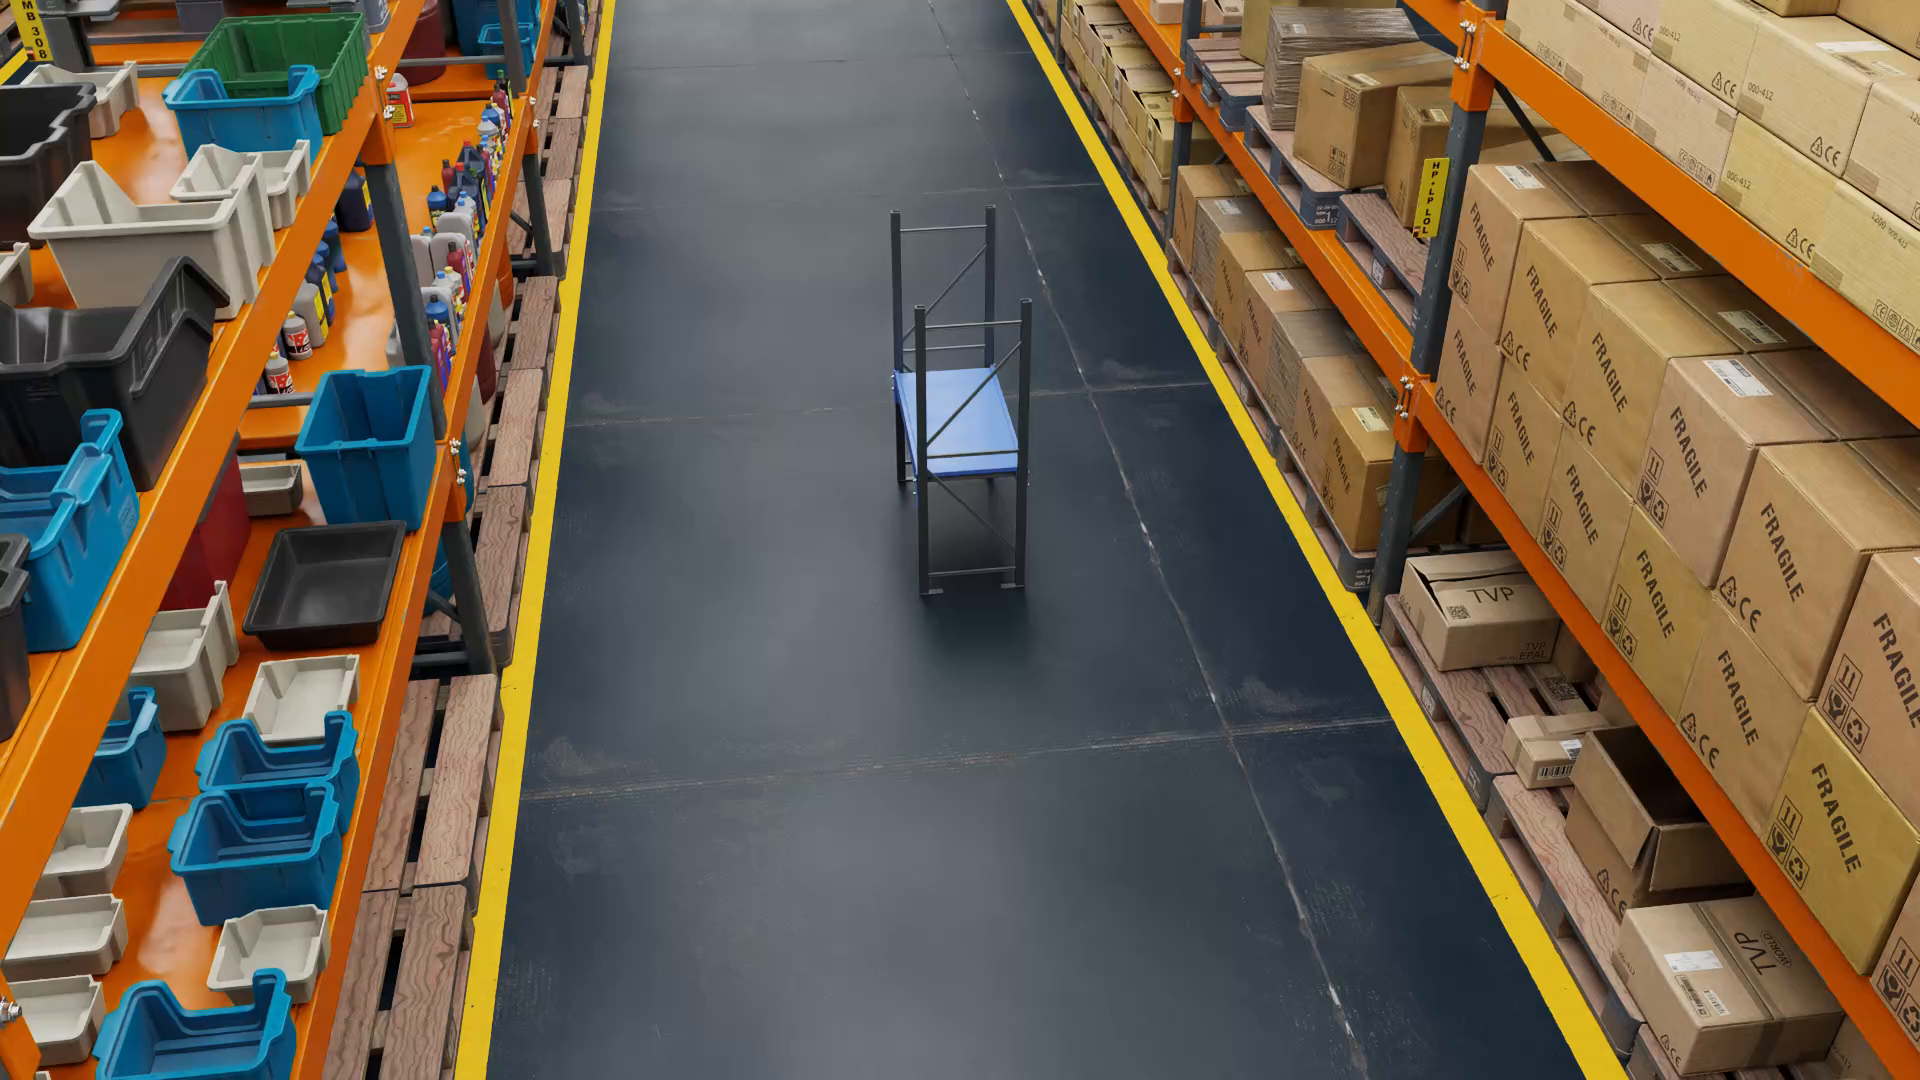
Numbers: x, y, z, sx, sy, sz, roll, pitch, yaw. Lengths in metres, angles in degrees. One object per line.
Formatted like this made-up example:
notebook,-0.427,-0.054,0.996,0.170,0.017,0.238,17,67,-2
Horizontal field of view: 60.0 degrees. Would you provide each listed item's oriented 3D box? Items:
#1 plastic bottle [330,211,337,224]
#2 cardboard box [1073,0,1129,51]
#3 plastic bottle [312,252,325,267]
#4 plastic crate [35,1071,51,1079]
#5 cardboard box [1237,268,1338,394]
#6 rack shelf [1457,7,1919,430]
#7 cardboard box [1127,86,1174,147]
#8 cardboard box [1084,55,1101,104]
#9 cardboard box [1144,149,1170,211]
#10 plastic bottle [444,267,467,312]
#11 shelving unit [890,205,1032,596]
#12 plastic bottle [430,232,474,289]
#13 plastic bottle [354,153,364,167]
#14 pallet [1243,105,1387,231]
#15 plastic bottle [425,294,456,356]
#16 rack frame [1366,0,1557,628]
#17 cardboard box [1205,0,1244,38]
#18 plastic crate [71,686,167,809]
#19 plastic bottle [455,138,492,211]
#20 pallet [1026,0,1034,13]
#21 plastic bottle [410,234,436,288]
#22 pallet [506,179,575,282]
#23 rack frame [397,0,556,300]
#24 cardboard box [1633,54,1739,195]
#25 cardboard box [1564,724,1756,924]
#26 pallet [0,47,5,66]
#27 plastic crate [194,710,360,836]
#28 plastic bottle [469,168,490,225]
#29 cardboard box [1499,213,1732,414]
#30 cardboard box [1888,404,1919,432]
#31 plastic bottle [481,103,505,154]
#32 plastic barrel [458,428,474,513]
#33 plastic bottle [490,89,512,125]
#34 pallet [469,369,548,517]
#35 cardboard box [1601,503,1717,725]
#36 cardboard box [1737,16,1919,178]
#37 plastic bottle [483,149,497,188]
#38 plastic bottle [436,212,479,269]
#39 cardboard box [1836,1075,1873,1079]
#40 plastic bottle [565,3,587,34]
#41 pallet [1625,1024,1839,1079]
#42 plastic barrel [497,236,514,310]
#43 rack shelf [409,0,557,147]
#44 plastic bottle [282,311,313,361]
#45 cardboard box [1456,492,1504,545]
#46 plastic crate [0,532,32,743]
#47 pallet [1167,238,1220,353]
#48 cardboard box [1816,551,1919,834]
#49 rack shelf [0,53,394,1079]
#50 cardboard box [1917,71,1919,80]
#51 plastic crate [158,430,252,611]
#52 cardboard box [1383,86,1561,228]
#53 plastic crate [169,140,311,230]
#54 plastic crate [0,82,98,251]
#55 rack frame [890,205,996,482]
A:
plastic bottle,-3.108,-1.616,8.001,0.144,0.351,0.185,-4,35,-6
cardboard box,1.192,-4.110,13.189,0.500,0.311,0.500,-5,35,-7
plastic bottle,-2.881,-1.181,7.433,0.097,0.271,0.097,0,34,0
plastic crate,-2.263,1.342,3.798,0.396,0.136,0.243,-4,35,-6
cardboard box,1.851,-1.149,9.101,0.500,0.500,0.500,-5,35,-8
rack shelf,2.666,-0.732,4.636,1.077,0.370,4.000,-4,35,-6
cardboard box,1.468,-2.971,11.516,0.500,0.311,0.500,-5,35,-7
cardboard box,1.270,-3.590,12.923,0.500,0.250,0.500,-5,35,-8
cardboard box,1.547,-2.451,11.251,0.500,0.250,0.500,-4,34,-5
plastic bottle,-2.260,-1.118,7.403,0.097,0.201,0.097,0,34,0
shelving unit,-0.011,-0.667,7.897,0.538,1.500,1.048,-4,35,-6
plastic bottle,-2.321,-1.286,7.583,0.152,0.276,0.135,-4,35,-6
plastic bottle,-3.201,-2.126,8.820,0.097,0.271,0.097,0,34,0
pallet,2.125,-1.974,8.654,1.003,0.211,1.213,-4,35,-6
plastic bottle,-2.203,-0.909,7.034,0.097,0.271,0.097,0,34,0
rack frame,2.397,-0.906,6.916,1.000,3.000,0.127,-4,35,-6
cardboard box,1.854,-3.308,10.519,0.500,0.311,0.500,-2,34,-3
plastic crate,-2.504,0.617,4.777,0.416,0.233,0.300,-4,35,-6
plastic bottle,-2.439,-1.822,8.303,0.144,0.351,0.185,-4,35,-6
pallet,1.089,-5.348,15.909,1.003,0.211,1.213,-4,35,-6
plastic bottle,-2.472,-1.274,7.566,0.152,0.276,0.135,-4,35,-6
pallet,-3.115,-2.048,11.068,1.003,0.211,1.213,-4,35,-6
rack frame,-3.050,-2.765,9.644,1.000,3.000,0.127,-4,35,-6
cardboard box,2.347,-1.235,4.869,0.500,0.250,0.500,-4,35,-6
cardboard box,2.655,0.991,5.958,0.797,0.503,0.637,-4,35,-6
pallet,-8.621,-3.842,13.700,1.003,0.211,1.213,-4,35,-6
plastic crate,-1.898,0.678,4.686,0.416,0.233,0.300,-4,35,-6
plastic bottle,-2.376,-1.708,8.197,0.061,0.283,0.133,-4,35,-6
cardboard box,2.252,-0.789,5.767,0.500,0.500,0.500,-5,35,-8
cardboard box,2.927,-0.250,4.977,0.500,0.500,0.500,-5,35,-7
plastic bottle,-2.518,-2.216,8.952,0.097,0.271,0.097,0,34,0
plastic barrel,-2.663,-0.540,7.869,0.600,0.901,0.708,-4,35,-6
plastic bottle,-2.575,-2.424,9.320,0.097,0.201,0.097,0,34,0
pallet,-2.741,-0.497,8.792,1.003,0.211,1.213,-4,35,-6
cardboard box,2.403,0.206,5.195,0.500,0.500,0.500,-5,35,-7
cardboard box,2.409,-1.163,4.318,0.500,0.250,0.500,-4,35,-6
plastic bottle,-2.452,-1.915,8.573,0.097,0.201,0.097,0,34,0
plastic bottle,-2.352,-1.415,7.773,0.152,0.276,0.135,-4,35,-6
cardboard box,2.653,1.797,5.074,0.380,0.166,0.250,-4,35,-6
plastic bottle,-3.267,-4.443,14.134,0.152,0.276,0.135,-3,34,-5
pallet,2.817,1.991,5.141,1.003,0.211,1.213,-4,35,-6
plastic barrel,-2.967,-1.770,9.738,0.600,0.830,0.708,-4,35,-6
rack shelf,-3.319,-3.584,11.485,1.077,0.370,4.000,-4,35,-6
plastic bottle,-2.813,-0.870,7.040,0.097,0.201,0.097,0,34,0
cardboard box,2.574,-0.344,7.920,0.500,0.500,0.500,-6,35,-9
plastic crate,-1.749,0.277,2.632,0.497,0.269,0.590,-4,35,-6
pallet,1.922,-1.567,10.361,1.003,0.211,1.213,-4,35,-6
cardboard box,2.534,0.362,4.079,0.500,0.500,0.500,-3,34,-5
rack shelf,-2.243,-0.359,4.089,1.077,0.370,4.000,-4,35,-6
cardboard box,2.693,-1.210,3.722,0.700,0.500,0.500,-4,35,-6
plastic crate,-2.640,-0.067,5.575,0.402,0.464,0.583,-4,35,-6
cardboard box,2.400,-1.781,7.739,0.700,0.500,0.500,1,34,1
plastic crate,-1.963,-0.983,4.599,0.293,0.136,0.466,-4,35,-6
plastic crate,-2.616,-1.005,4.513,0.497,0.269,0.590,-4,35,-6
rack frame,-0.080,-0.951,8.314,0.500,1.500,0.032,-4,35,-6
